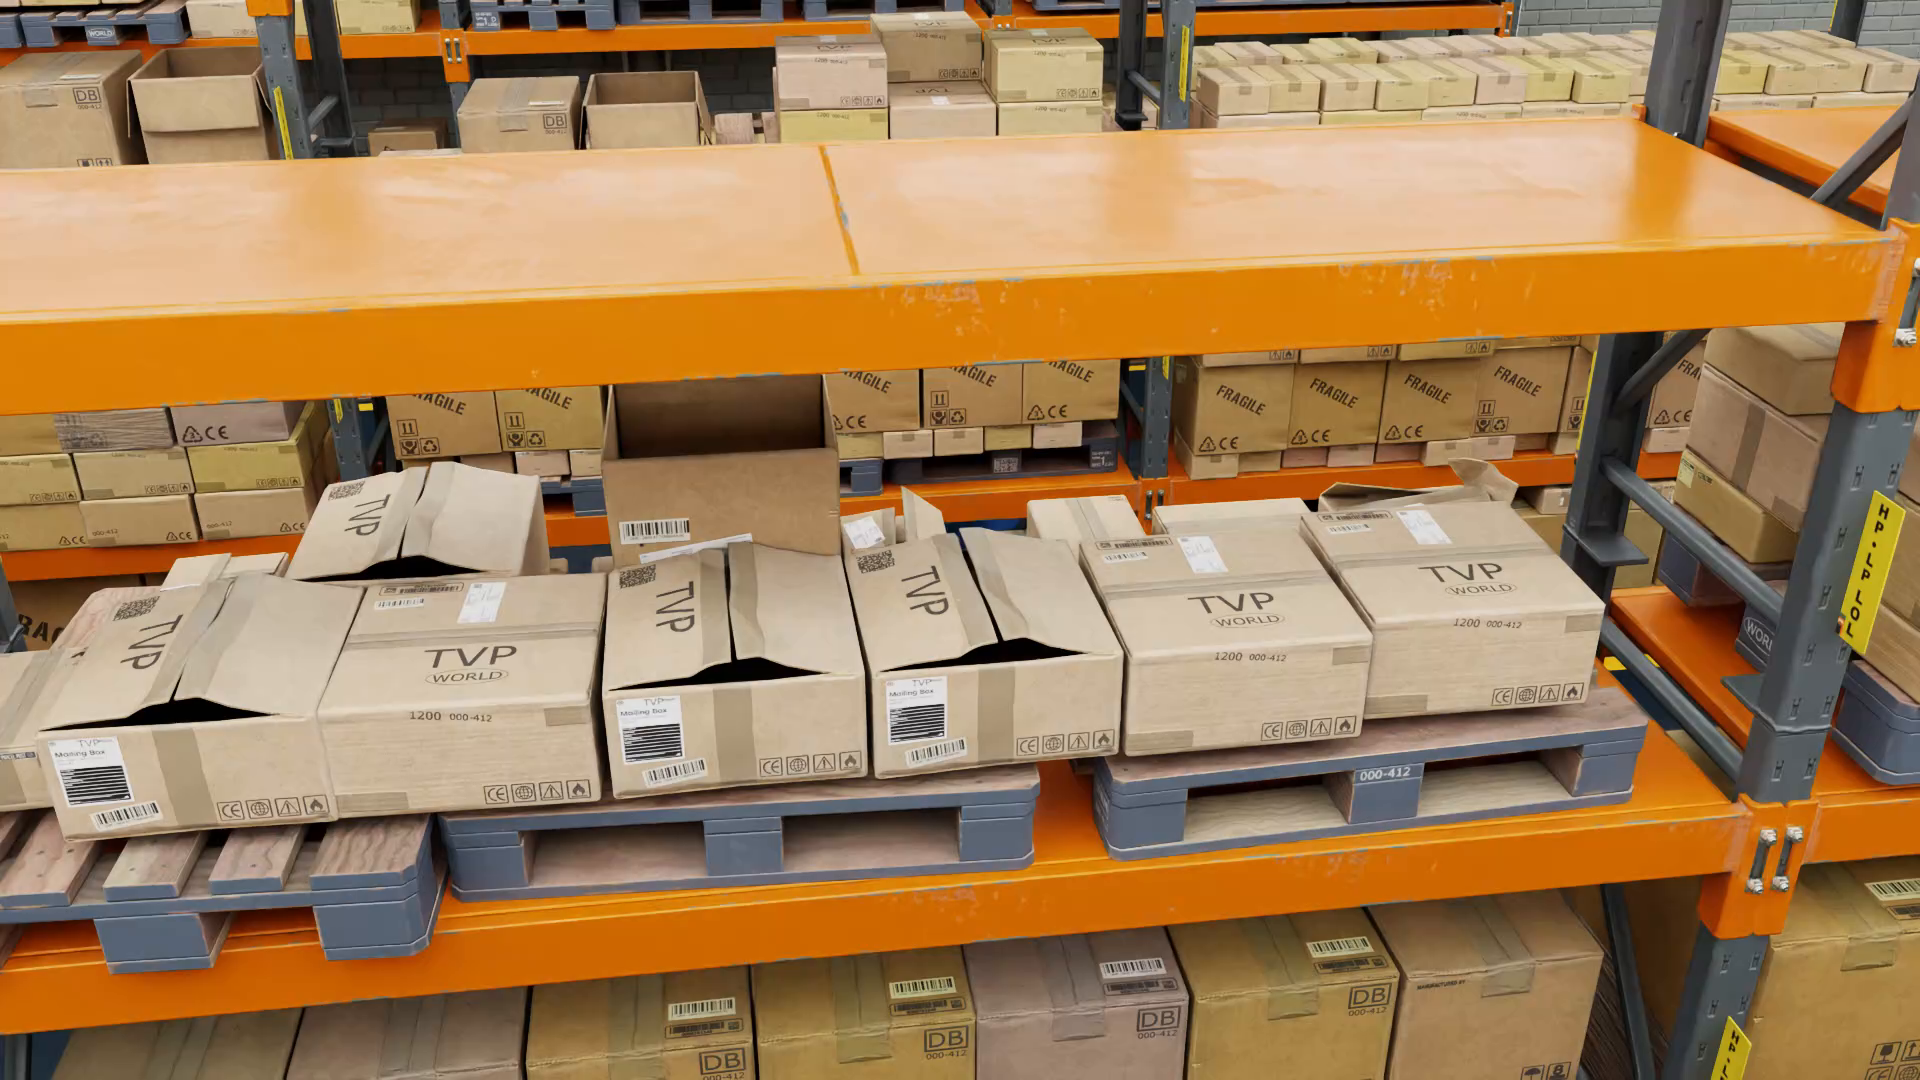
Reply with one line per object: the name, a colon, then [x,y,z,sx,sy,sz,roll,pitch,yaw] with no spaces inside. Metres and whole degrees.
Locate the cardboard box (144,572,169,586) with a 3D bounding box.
cardboard box: [-3.706,0.314,8.922,0.875,0.875,0.875,-4,27,-8]

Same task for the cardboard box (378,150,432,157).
cardboard box: [-2.728,-1.789,8.142,0.250,0.149,0.380,-4,27,-7]

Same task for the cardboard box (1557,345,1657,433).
cardboard box: [3.420,-0.918,9.020,0.500,0.500,0.500,-4,27,-7]

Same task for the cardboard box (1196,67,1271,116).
cardboard box: [1.308,-2.155,7.984,0.250,0.149,0.380,-4,27,-8]

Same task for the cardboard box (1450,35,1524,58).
cardboard box: [2.756,-2.544,8.740,0.250,0.149,0.380,-3,27,-6]

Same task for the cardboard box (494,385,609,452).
cardboard box: [-2.018,-0.775,8.282,0.500,0.500,0.500,-2,27,-4]

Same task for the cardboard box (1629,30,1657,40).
cardboard box: [3.768,-2.613,8.876,0.250,0.149,0.380,-4,27,-7]

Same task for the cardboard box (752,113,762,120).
cardboard box: [-1.639,-3.281,13.241,0.250,0.149,0.380,-3,27,-7]

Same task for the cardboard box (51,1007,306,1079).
cardboard box: [-1.775,1.267,3.993,0.500,0.500,0.700,-4,27,-7]

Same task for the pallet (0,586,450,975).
pallet: [-1.591,0.465,3.682,1.003,0.211,1.213,-2,27,-5]

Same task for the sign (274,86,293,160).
sign: [-2.942,-1.799,7.235,0.005,0.325,0.100,-4,27,-7]

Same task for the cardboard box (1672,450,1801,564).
cardboard box: [2.056,-0.096,4.274,0.250,0.149,0.380,-4,27,-7]

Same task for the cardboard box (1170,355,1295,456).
cardboard box: [1.425,-0.784,8.760,0.500,0.500,0.500,-4,27,-7]

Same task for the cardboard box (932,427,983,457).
cardboard box: [-0.035,-0.582,8.615,0.250,0.149,0.380,-4,27,-8]

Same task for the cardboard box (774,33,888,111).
cardboard box: [-0.613,-2.213,7.851,0.500,0.250,0.500,-3,27,-6]

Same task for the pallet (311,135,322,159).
pallet: [-3.641,-1.637,7.778,1.003,0.211,1.213,-2,27,-5]

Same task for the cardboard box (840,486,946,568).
cardboard box: [-0.143,0.043,3.875,0.258,0.266,0.396,-4,27,-7]

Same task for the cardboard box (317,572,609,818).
cardboard box: [-0.978,0.303,3.386,0.500,0.250,0.500,-3,27,-6]

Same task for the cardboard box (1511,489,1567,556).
cardboard box: [3.137,-0.024,9.445,0.500,0.500,0.500,-4,27,-8]

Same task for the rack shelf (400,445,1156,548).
rack shelf: [-1.030,-0.258,8.958,4.000,0.370,1.077,-4,27,-7]

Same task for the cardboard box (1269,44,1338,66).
cardboard box: [1.751,-2.429,8.517,0.250,0.149,0.380,-3,27,-6]

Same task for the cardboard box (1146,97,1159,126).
cardboard box: [1.632,-3.377,13.102,0.250,0.149,0.380,-4,27,-8]

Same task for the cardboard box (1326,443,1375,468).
cardboard box: [2.058,-0.539,8.992,0.250,0.149,0.380,-3,27,-6]

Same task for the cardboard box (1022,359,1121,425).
cardboard box: [0.525,-0.936,8.595,0.500,0.500,0.500,-4,27,-8]

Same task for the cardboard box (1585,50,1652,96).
cardboard box: [3.342,-2.349,8.361,0.250,0.149,0.380,-4,27,-9]

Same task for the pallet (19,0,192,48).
pallet: [-5.985,-3.768,11.931,1.003,0.211,1.213,-4,27,-7]

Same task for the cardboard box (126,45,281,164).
cardboard box: [-3.363,-1.926,7.562,0.637,0.503,0.797,-5,28,-10]

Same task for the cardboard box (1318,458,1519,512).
cardboard box: [1.107,-0.055,4.065,0.396,0.266,0.258,-4,27,-8]

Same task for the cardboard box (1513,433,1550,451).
cardboard box: [3.054,-0.639,9.188,0.250,0.149,0.380,-4,27,-7]

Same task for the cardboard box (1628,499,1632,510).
cardboard box: [3.551,-0.308,9.288,0.250,0.149,0.380,-3,27,-6]

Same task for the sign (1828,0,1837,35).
sign: [4.835,-2.929,9.131,0.005,0.325,0.100,-4,27,-7]

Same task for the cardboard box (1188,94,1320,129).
cardboard box: [1.424,-2.010,8.136,0.500,0.250,0.500,-4,27,-8]

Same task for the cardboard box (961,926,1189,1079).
cardboard box: [0.240,1.136,4.247,0.500,0.500,0.700,-3,27,-7]

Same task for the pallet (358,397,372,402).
pallet: [-4.451,-1.424,13.496,1.213,0.211,1.003,-4,27,-7]

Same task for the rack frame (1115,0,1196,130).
rack frame: [0.950,-3.375,7.672,0.127,3.000,1.000,-4,27,-7]

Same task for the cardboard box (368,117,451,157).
cardboard box: [-4.237,-2.964,12.874,0.500,0.500,0.500,-2,27,-5]

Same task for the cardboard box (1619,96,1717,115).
cardboard box: [3.431,-2.139,8.388,0.500,0.250,0.500,-3,27,-6]

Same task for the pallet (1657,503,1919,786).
pallet: [2.552,0.183,4.121,1.213,0.211,1.003,-4,27,-7]

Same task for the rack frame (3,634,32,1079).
rack frame: [-2.221,1.780,4.197,0.127,3.000,1.000,-4,27,-7]

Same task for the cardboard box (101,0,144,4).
cardboard box: [-5.797,-3.843,11.576,0.250,0.149,0.380,-3,27,-6]

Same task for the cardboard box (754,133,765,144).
cardboard box: [-1.565,-3.014,12.720,0.250,0.149,0.380,-4,27,-8]

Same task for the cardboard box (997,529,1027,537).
cardboard box: [0.431,0.311,9.478,0.625,0.372,0.950,-3,27,-6]

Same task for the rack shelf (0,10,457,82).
rack shelf: [-5.687,-3.582,12.150,4.000,0.370,1.077,-4,27,-7]

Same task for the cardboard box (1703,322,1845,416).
cardboard box: [2.058,-0.450,4.091,0.250,0.149,0.380,-4,27,-8]

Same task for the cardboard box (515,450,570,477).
cardboard box: [-2.101,-0.462,8.382,0.250,0.149,0.380,-5,28,-10]

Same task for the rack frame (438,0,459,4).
rack frame: [-3.706,-5.364,11.549,0.127,3.000,1.000,-4,27,-7]

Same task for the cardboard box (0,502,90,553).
cardboard box: [-4.480,-0.170,8.163,0.500,0.250,0.500,-4,27,-8]

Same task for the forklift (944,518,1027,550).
forklift: [0.231,-1.605,10.869,1.130,2.935,3.031,10,29,20]

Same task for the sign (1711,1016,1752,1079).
sign: [1.825,1.291,3.970,0.005,0.325,0.100,-4,27,-7]

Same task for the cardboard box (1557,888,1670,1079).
cardboard box: [2.104,1.430,4.715,0.550,0.550,0.875,-4,27,-7]

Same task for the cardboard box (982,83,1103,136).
cardboard box: [0.392,-2.057,8.095,0.500,0.250,0.500,-4,27,-8]

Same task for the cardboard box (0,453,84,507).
cardboard box: [-4.466,-0.385,8.034,0.500,0.250,0.500,-4,27,-8]

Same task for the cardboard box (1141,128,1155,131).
cardboard box: [1.372,-3.212,13.107,0.250,0.149,0.380,-3,27,-6]

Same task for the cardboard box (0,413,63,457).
cardboard box: [-4.486,-0.724,7.874,0.500,0.500,0.500,-4,27,-7]

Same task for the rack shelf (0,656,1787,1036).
rack shelf: [-0.241,0.639,3.924,4.000,0.370,1.077,-4,27,-7]

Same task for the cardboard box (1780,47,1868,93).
cardboard box: [4.357,-2.383,8.428,0.250,0.149,0.380,-3,27,-6]

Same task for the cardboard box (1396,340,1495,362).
cardboard box: [2.426,-1.299,8.669,0.500,0.500,0.700,-4,27,-8]

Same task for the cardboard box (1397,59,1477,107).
cardboard box: [2.326,-2.241,8.151,0.250,0.149,0.380,-5,28,-9]
